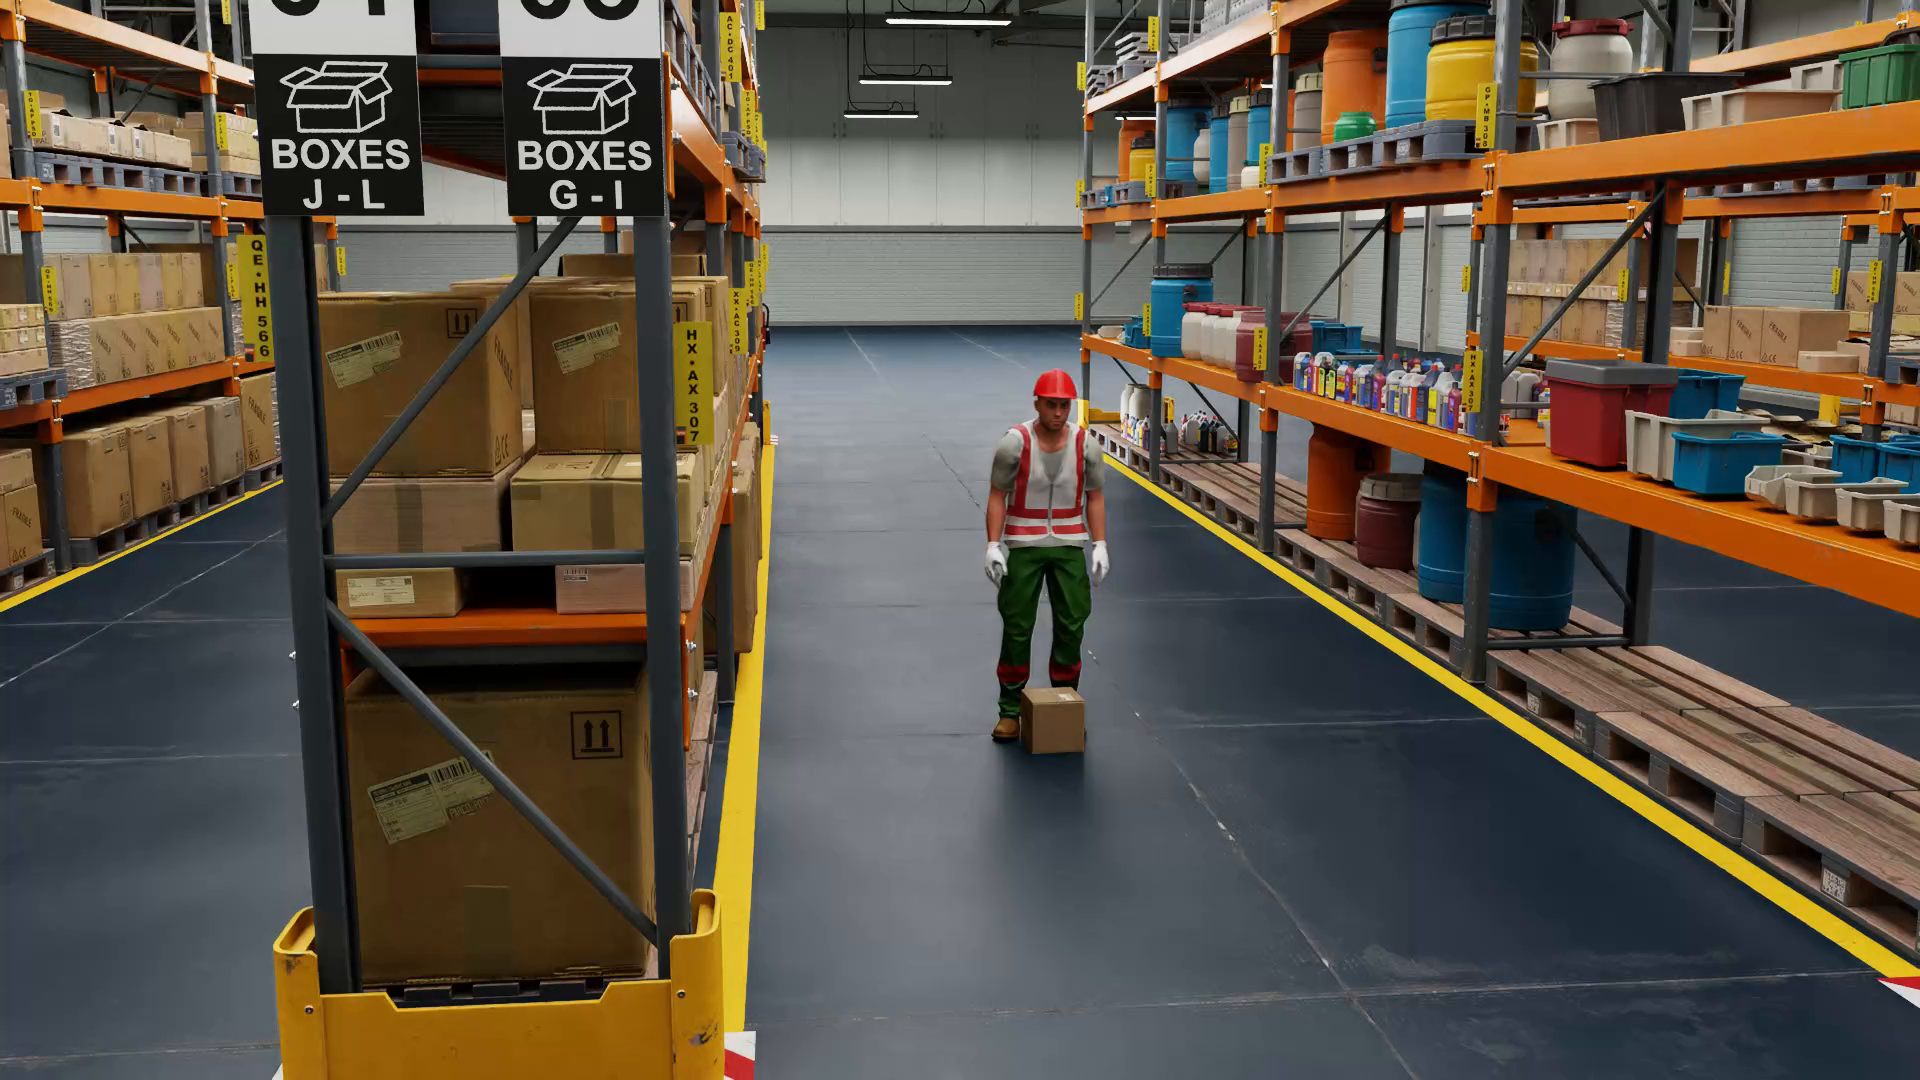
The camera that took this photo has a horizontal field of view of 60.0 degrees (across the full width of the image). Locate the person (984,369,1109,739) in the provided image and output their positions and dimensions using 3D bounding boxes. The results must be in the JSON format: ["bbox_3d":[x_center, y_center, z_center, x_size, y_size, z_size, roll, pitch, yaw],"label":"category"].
[{"bbox_3d":[0.417,0.066,7.979,0.611,1.779,0.455,-1,10,-7],"label":"person"}]
